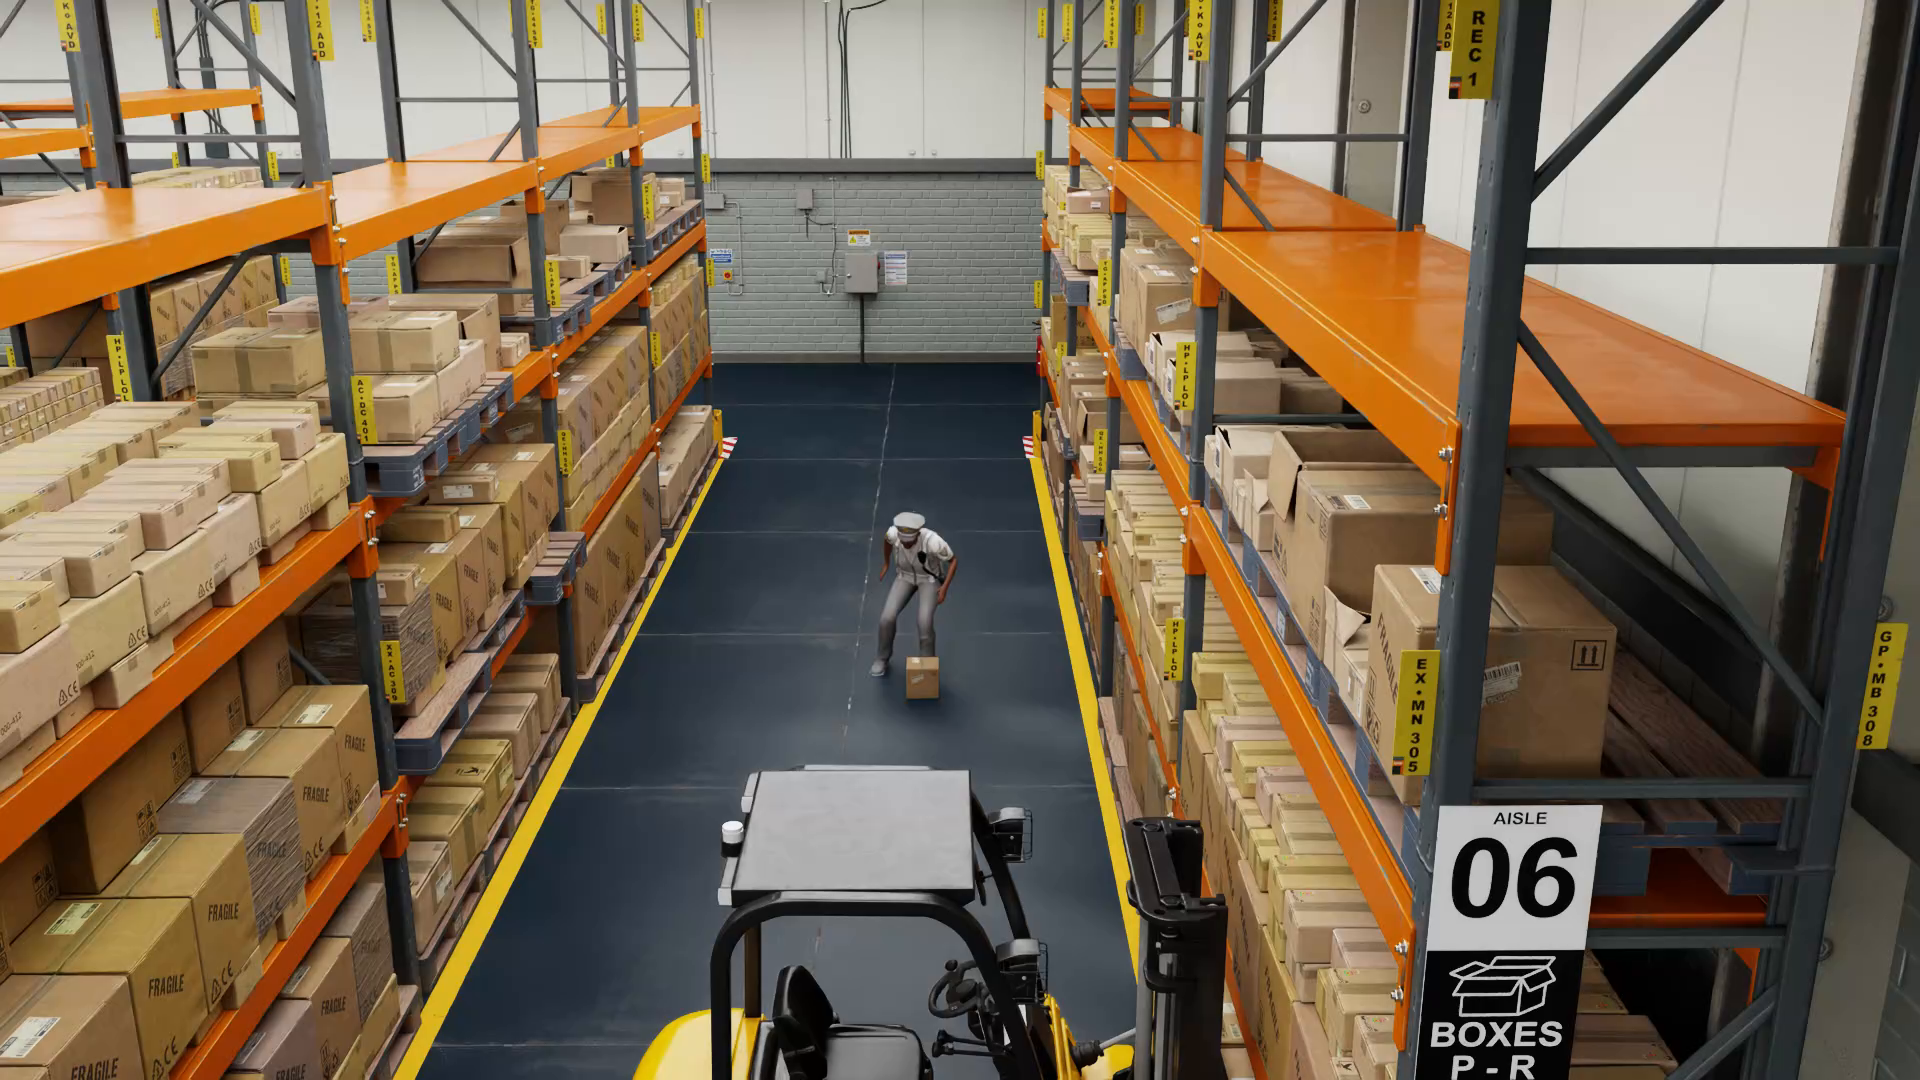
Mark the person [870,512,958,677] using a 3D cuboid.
[{"bbox_3d":[-0.374,0.405,13.254,0.692,1.382,0.708,5,18,15],"label":"person"}]
